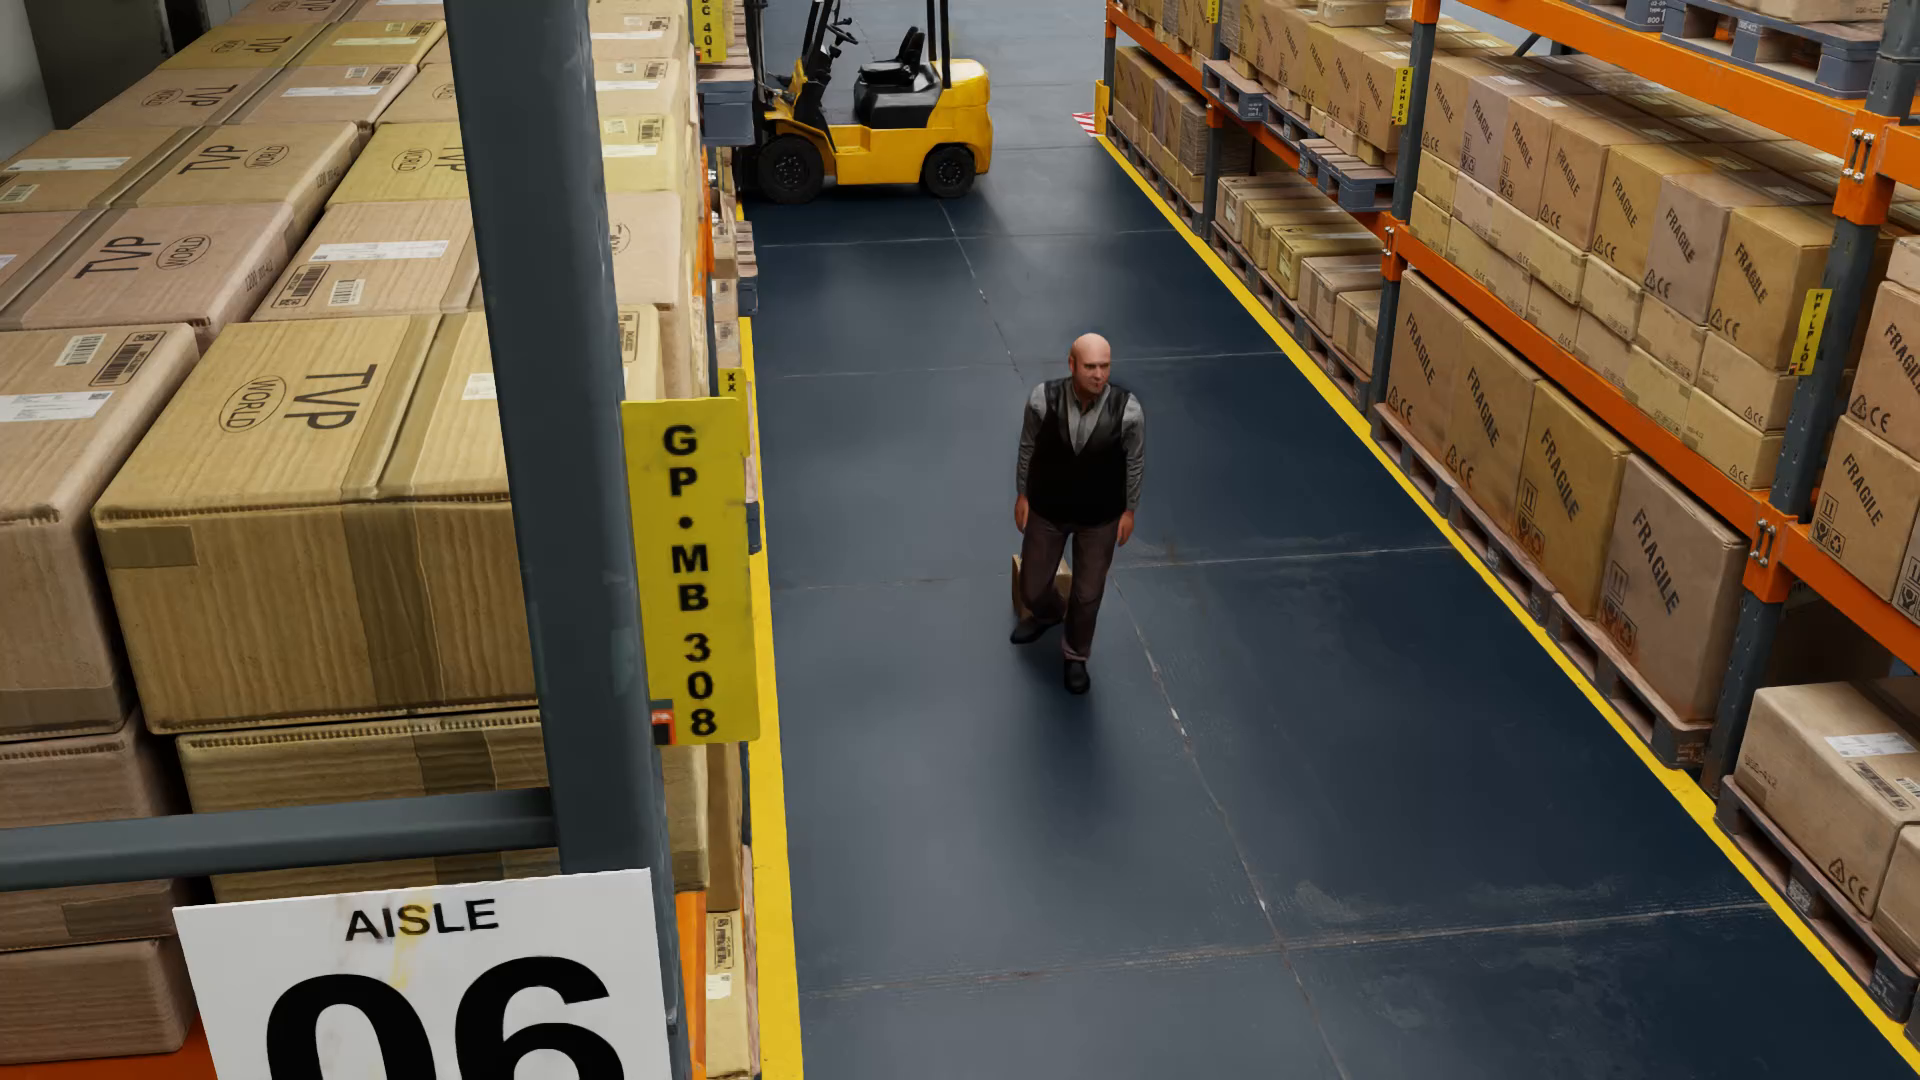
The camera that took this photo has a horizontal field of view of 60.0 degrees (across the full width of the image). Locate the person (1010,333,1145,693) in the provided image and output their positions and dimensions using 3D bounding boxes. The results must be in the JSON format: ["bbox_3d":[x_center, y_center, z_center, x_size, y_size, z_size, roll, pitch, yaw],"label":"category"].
[{"bbox_3d":[0.519,-0.150,7.433,0.588,1.715,0.524,4,27,7],"label":"person"}]
